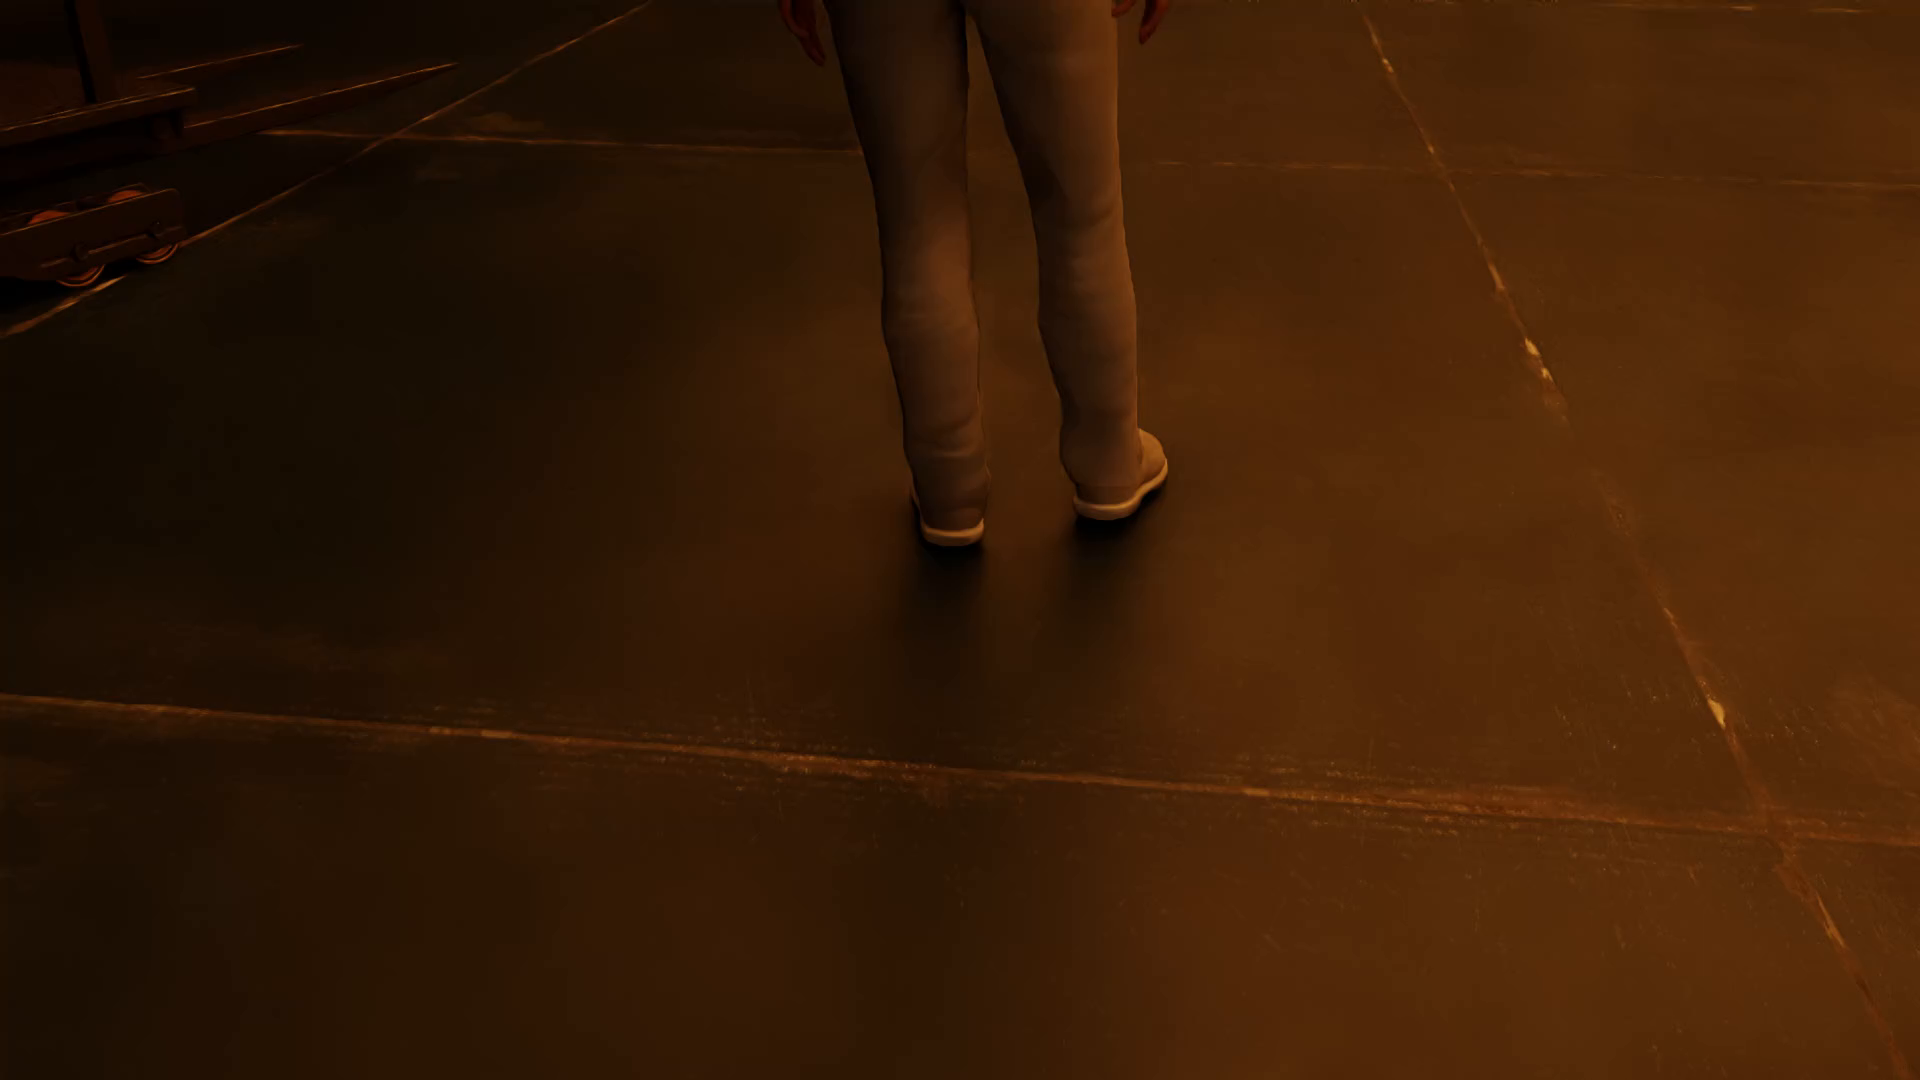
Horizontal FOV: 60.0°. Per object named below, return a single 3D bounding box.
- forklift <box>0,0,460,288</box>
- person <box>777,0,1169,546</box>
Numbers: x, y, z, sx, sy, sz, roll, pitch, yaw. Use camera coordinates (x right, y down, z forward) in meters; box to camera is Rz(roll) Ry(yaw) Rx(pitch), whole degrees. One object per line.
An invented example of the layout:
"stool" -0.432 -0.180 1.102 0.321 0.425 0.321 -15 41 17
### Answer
"forklift" -2.412 -1.936 3.098 1.130 2.935 3.031 13 29 24
"person" 0.029 -0.797 2.183 0.570 1.695 0.529 3 27 7
